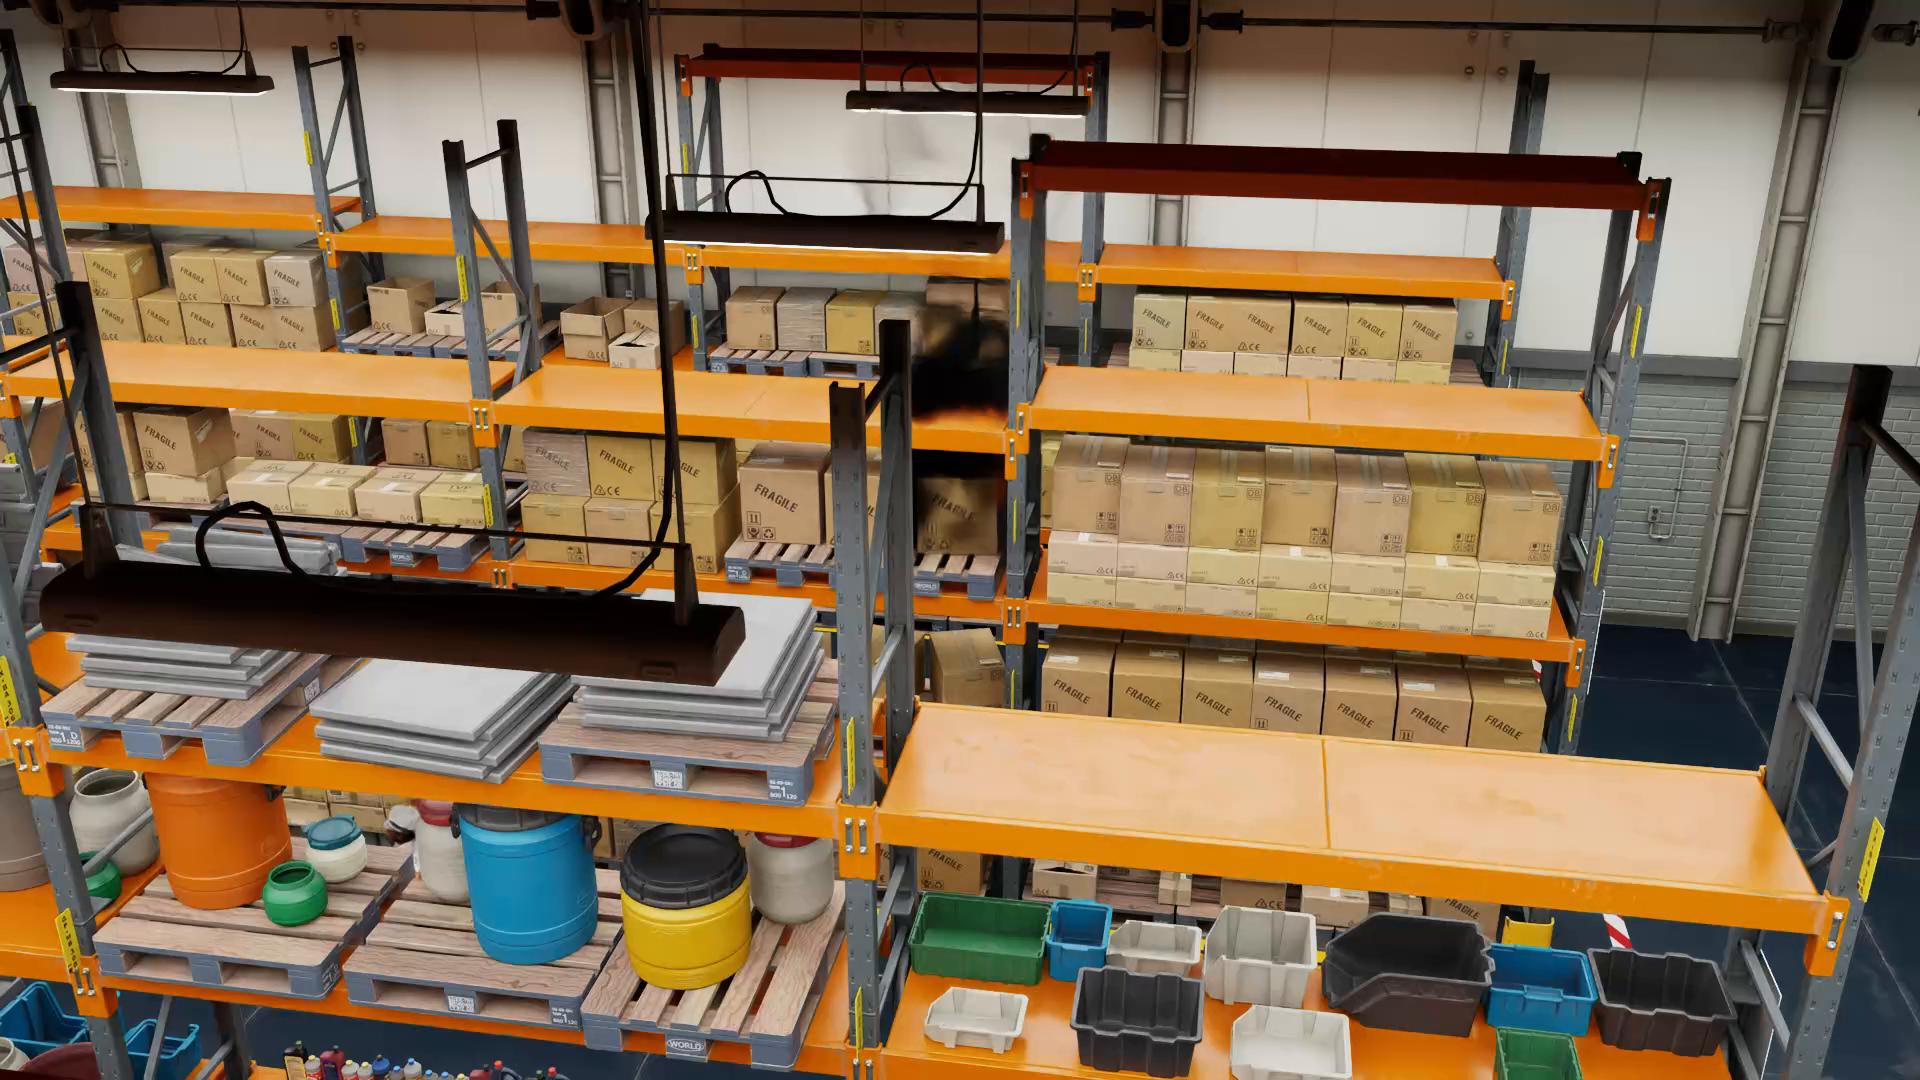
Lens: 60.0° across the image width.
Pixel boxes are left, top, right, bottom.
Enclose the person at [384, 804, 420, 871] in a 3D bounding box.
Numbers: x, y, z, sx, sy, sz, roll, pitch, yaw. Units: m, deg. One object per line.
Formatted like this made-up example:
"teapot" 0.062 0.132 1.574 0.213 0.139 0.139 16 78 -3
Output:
"person" -3.903 2.648 11.906 0.938 1.685 0.575 1 23 3
